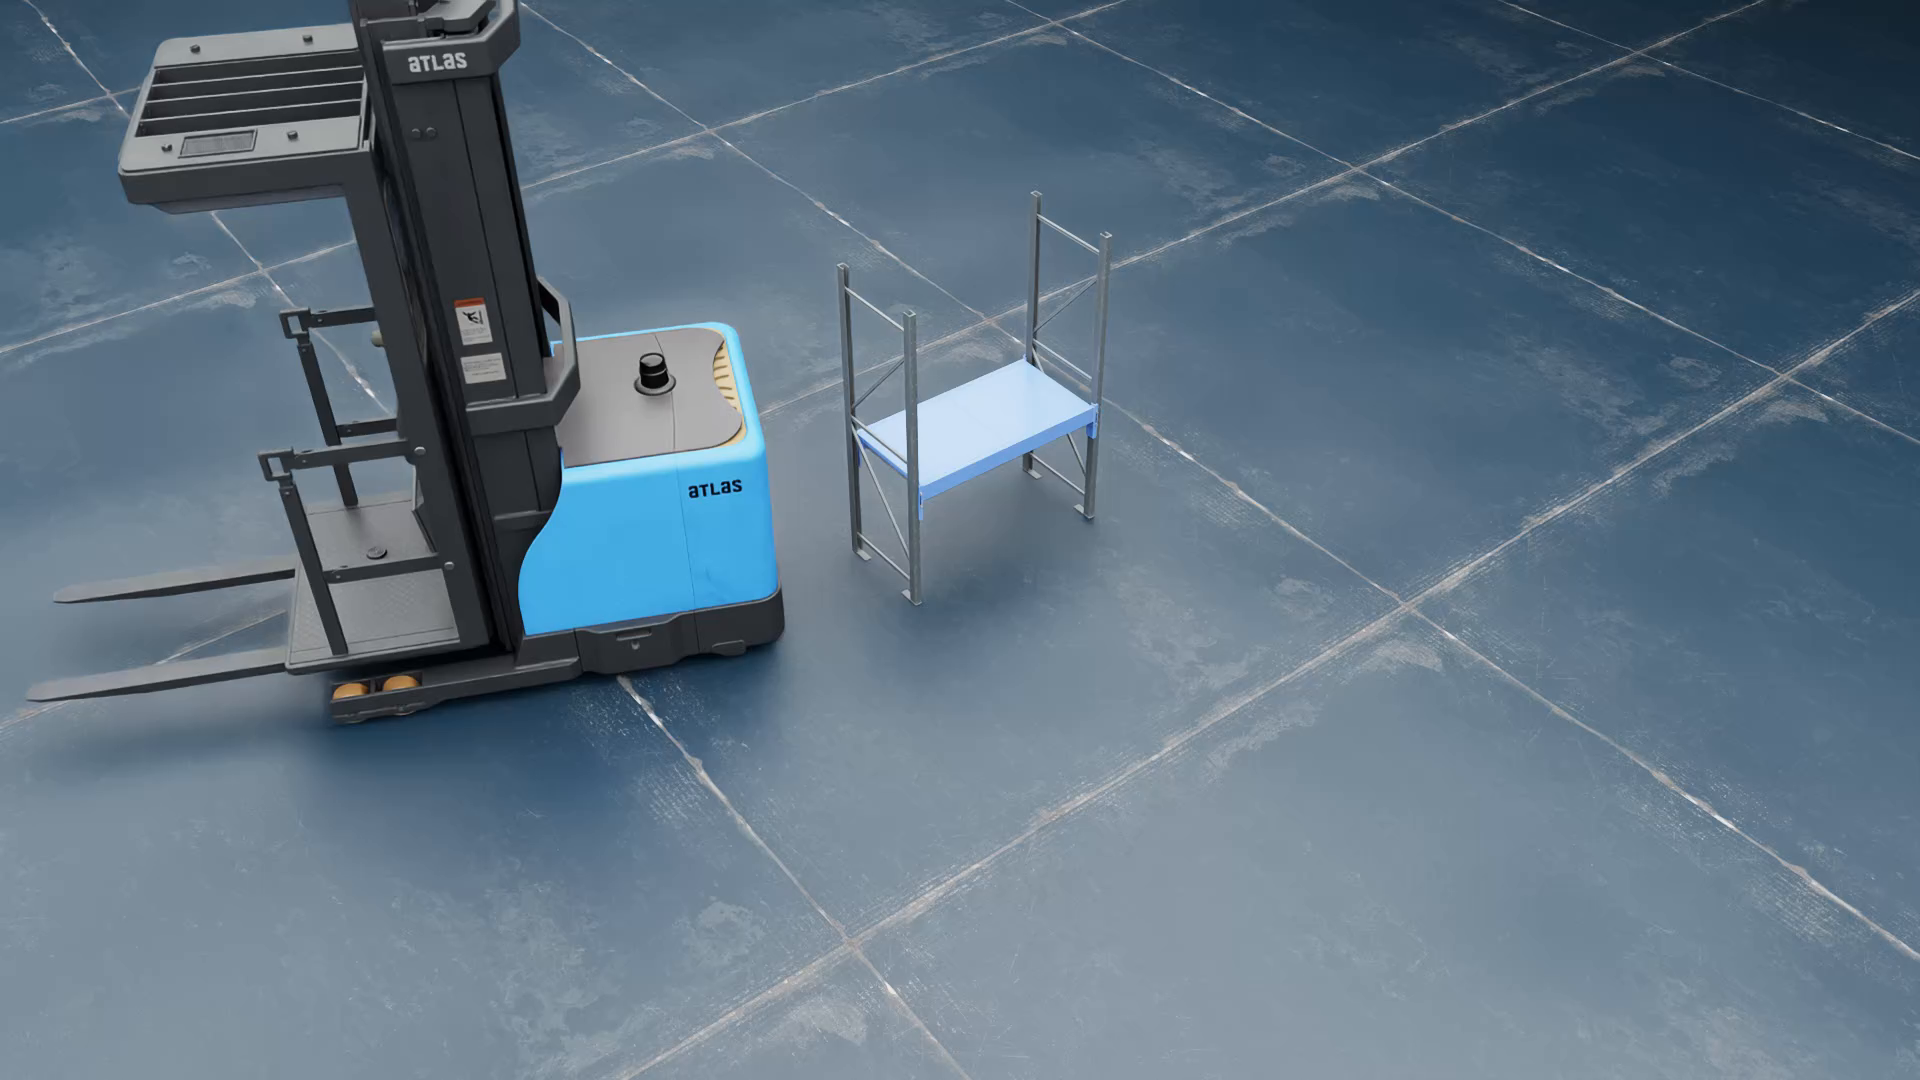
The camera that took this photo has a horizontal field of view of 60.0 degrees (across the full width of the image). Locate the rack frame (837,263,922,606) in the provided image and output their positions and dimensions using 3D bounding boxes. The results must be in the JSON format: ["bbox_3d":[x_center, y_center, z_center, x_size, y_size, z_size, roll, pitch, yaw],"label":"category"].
[{"bbox_3d":[-0.335,-0.416,7.075,0.032,1.500,0.500,-26,46,-28],"label":"rack frame"}]

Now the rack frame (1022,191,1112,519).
[{"bbox_3d":[0.471,-0.809,7.554,0.032,1.500,0.500,-26,46,-28],"label":"rack frame"}]

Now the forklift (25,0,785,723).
[{"bbox_3d":[-2.329,-0.752,6.356,3.031,2.935,1.130,-9,40,-10],"label":"forklift"}]

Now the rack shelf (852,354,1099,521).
[{"bbox_3d":[0.068,-0.474,7.429,1.000,0.185,0.538,-26,46,-28],"label":"rack shelf"}]

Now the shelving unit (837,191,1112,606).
[{"bbox_3d":[0.068,-0.613,7.315,1.048,1.500,0.538,-26,46,-28],"label":"shelving unit"}]
